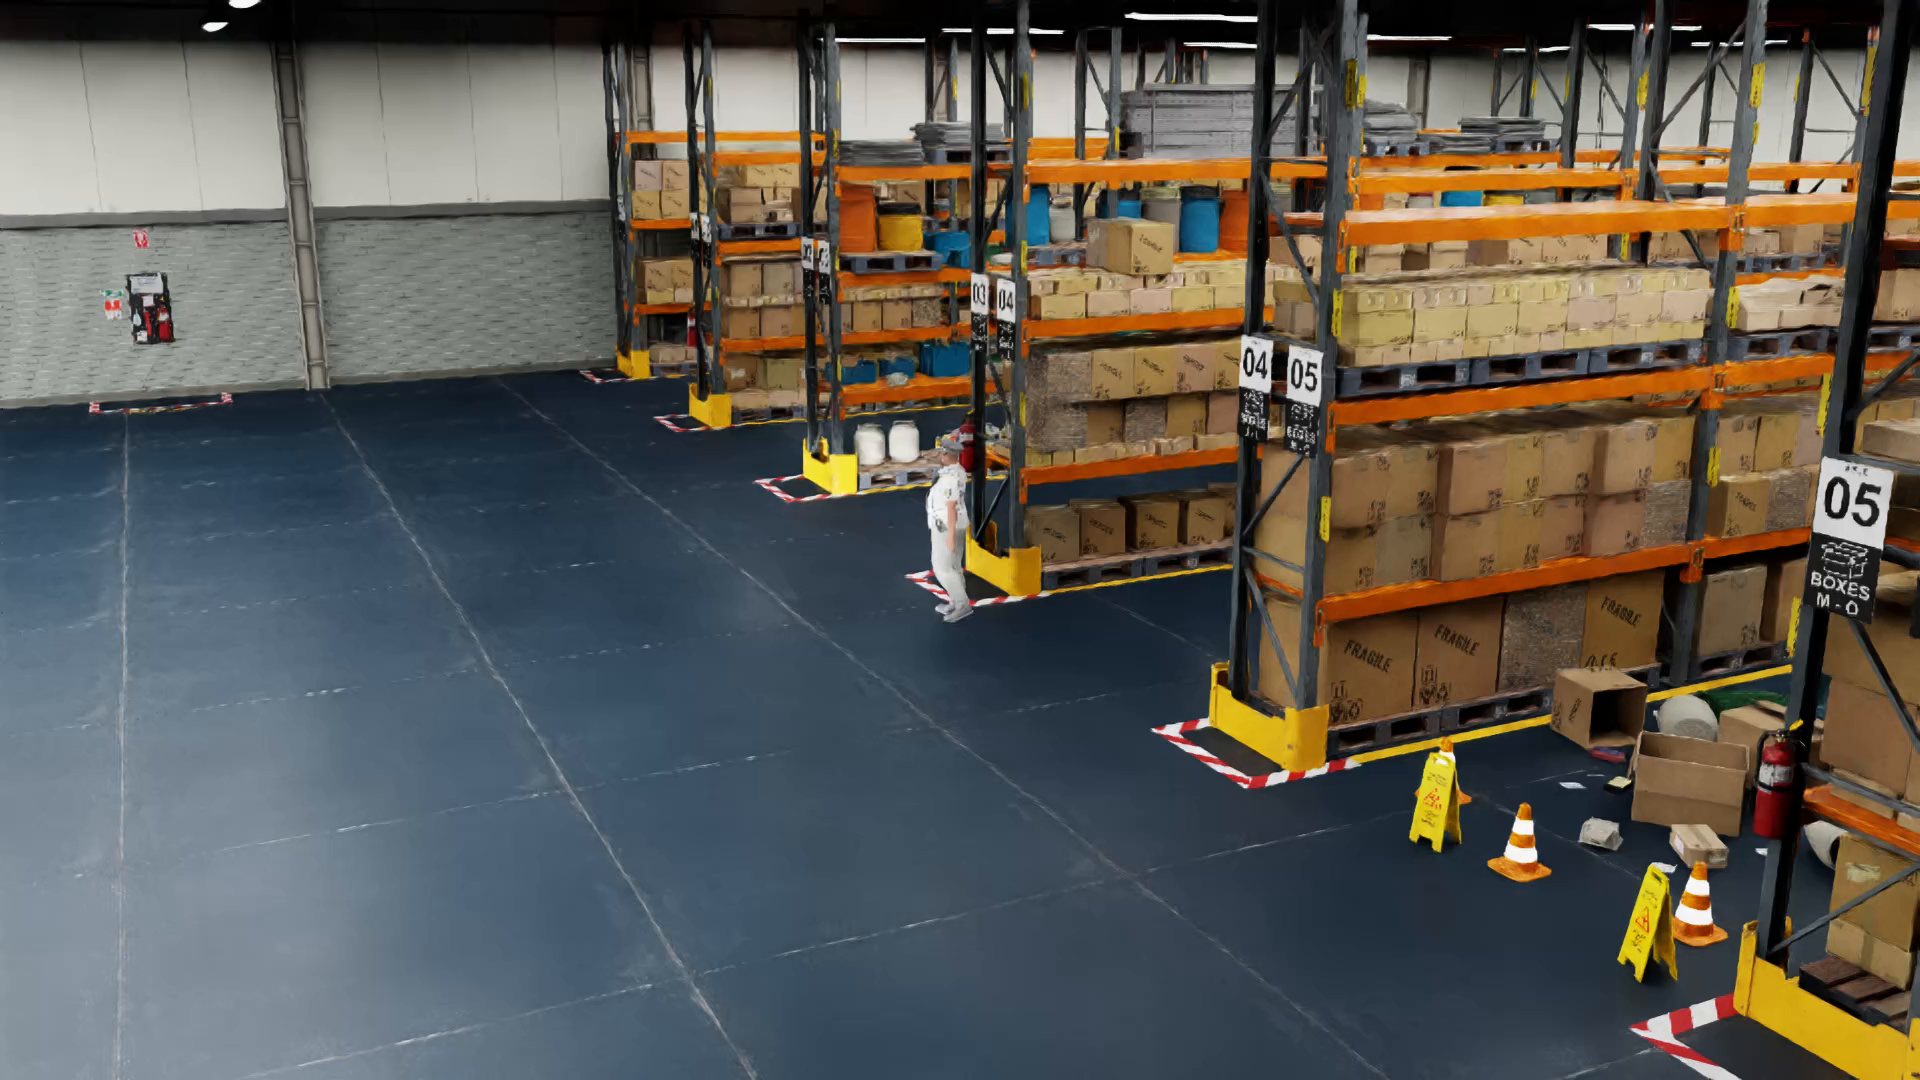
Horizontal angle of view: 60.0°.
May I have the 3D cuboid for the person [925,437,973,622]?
[{"bbox_3d":[-0.084,-0.107,16.182,0.496,1.755,0.655,4,16,14],"label":"person"}]
